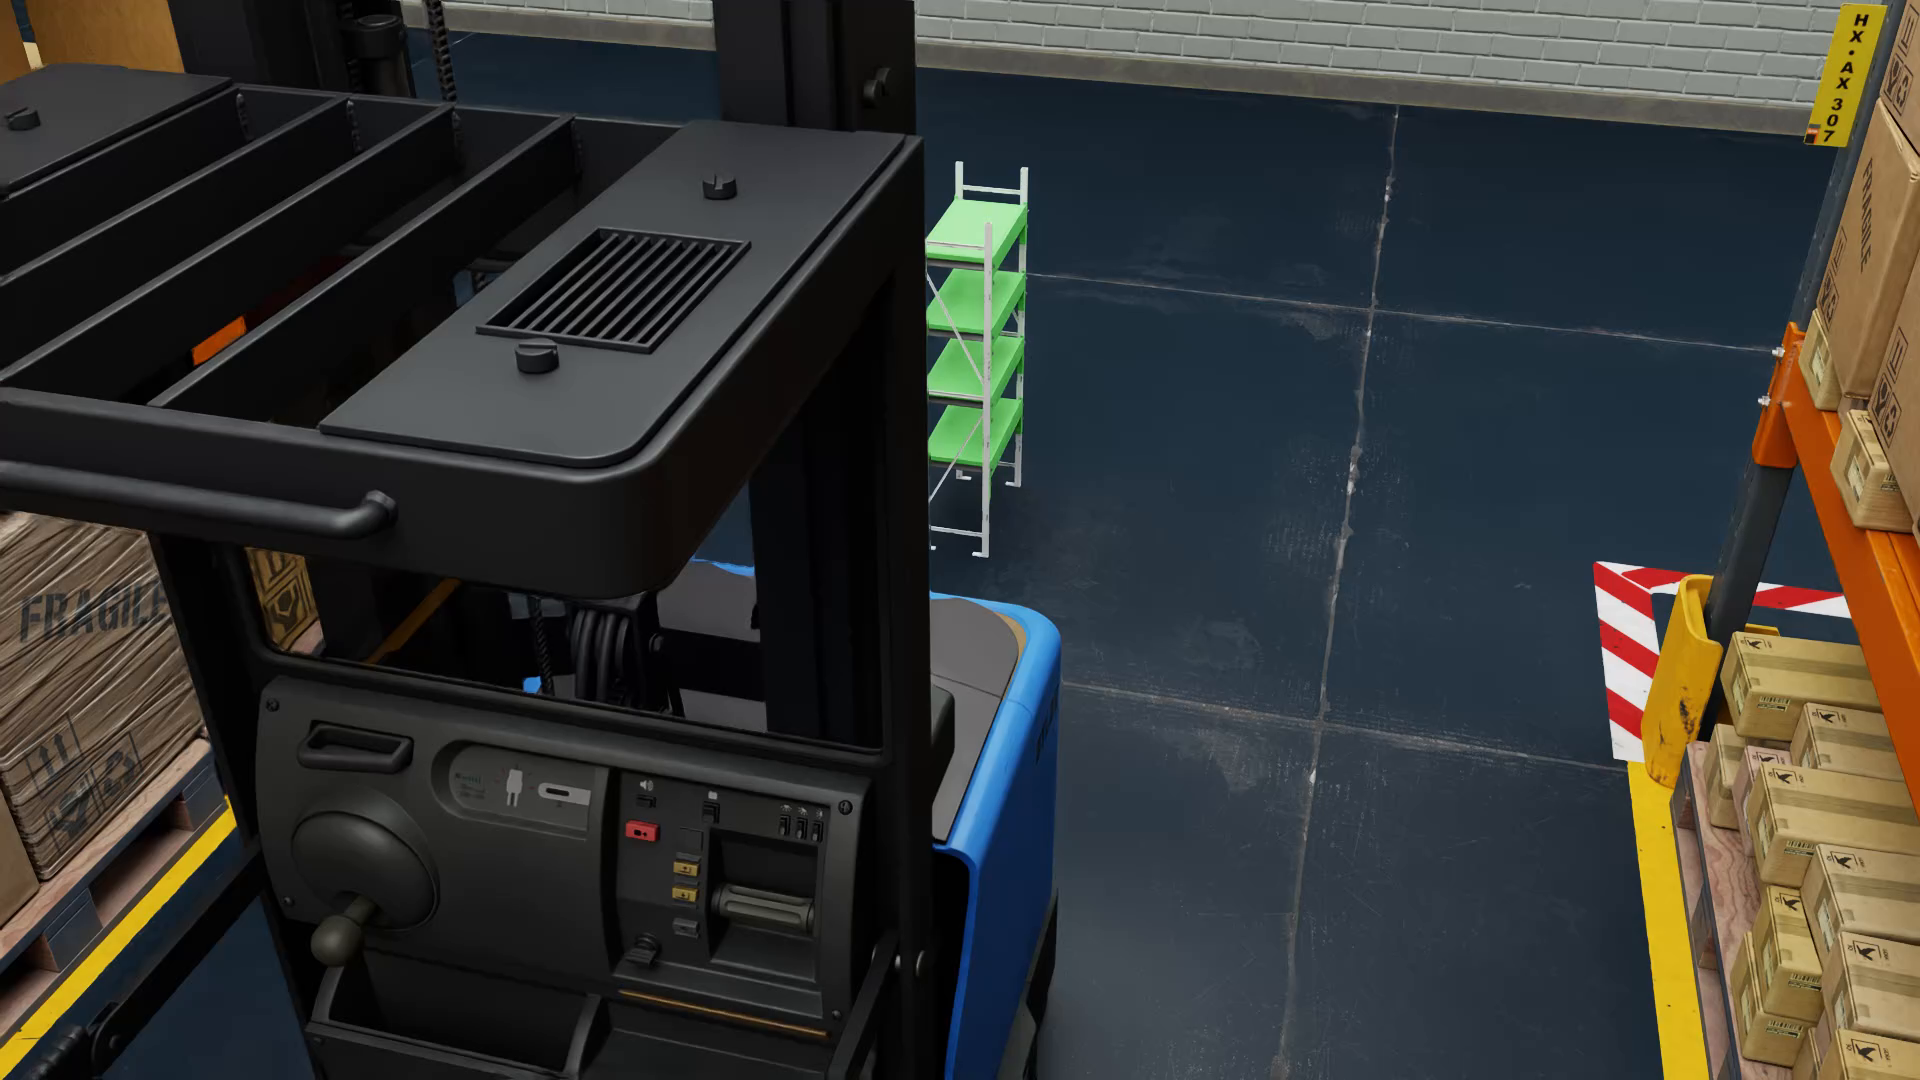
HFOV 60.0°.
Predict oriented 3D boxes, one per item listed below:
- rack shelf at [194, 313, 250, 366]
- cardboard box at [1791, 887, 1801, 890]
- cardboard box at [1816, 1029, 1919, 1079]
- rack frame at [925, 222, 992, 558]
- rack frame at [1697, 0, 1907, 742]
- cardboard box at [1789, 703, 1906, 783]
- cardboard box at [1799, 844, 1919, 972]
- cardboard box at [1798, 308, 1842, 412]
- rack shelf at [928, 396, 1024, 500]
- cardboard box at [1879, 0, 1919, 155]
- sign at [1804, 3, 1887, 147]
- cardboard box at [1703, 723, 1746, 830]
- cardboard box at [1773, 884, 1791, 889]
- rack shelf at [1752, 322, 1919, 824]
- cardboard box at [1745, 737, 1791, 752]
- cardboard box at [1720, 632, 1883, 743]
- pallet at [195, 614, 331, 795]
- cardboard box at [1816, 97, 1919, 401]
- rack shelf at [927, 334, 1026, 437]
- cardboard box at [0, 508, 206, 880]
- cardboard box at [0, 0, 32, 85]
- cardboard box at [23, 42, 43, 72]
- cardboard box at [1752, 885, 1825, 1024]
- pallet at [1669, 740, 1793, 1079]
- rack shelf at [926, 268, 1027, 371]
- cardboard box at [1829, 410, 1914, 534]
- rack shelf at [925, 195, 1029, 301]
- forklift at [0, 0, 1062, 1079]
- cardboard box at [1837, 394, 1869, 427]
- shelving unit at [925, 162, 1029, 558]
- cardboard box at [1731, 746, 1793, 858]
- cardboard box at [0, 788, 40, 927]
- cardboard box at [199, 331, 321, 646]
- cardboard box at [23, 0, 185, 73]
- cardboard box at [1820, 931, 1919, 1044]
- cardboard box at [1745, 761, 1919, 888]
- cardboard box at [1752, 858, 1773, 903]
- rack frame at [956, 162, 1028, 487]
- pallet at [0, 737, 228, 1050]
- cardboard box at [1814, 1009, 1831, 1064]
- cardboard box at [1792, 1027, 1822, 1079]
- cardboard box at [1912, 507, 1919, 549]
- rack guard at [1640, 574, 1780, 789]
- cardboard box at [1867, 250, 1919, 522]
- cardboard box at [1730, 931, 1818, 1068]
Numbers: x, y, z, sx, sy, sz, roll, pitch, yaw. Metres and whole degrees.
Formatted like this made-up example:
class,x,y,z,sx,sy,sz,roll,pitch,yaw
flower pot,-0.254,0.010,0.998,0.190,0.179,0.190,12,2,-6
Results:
class,x,y,z,sx,sy,sz,roll,pitch,yaw
rack shelf,-2.718,-0.012,3.644,1.077,0.370,4.000,8,33,12
cardboard box,2.080,0.785,3.708,0.380,0.149,0.250,8,33,13
cardboard box,1.785,1.060,2.998,0.380,0.149,0.250,9,33,13
rack frame,-0.020,-0.466,5.364,0.240,1.200,0.015,8,33,12
rack frame,2.562,-0.626,3.939,1.000,3.000,0.127,8,33,12
cardboard box,2.146,0.534,3.826,0.380,0.149,0.250,9,33,13
cardboard box,1.976,0.787,3.427,0.380,0.149,0.250,6,33,10
cardboard box,2.162,-0.397,3.812,0.380,0.149,0.250,8,33,12
rack shelf,0.042,-0.336,5.726,0.258,0.148,0.480,8,33,12
cardboard box,2.191,-1.019,3.254,0.500,0.500,0.500,8,33,12
sign,2.037,-1.065,3.823,0.100,0.325,0.005,8,33,12
cardboard box,2.119,0.628,4.232,0.380,0.149,0.250,9,33,13
cardboard box,2.075,0.905,3.797,0.380,0.149,0.250,8,33,13
rack shelf,2.054,0.715,2.499,1.077,0.370,4.000,8,33,12
cardboard box,2.180,0.511,4.138,0.380,0.149,0.250,9,34,14
cardboard box,2.100,0.374,4.076,0.380,0.149,0.250,7,33,10
pallet,-2.338,0.249,5.162,1.003,0.211,1.213,8,33,12
cardboard box,2.180,-0.598,3.525,0.500,0.500,0.500,10,34,15
rack shelf,0.042,-0.538,5.598,0.258,0.148,0.480,8,33,12
cardboard box,-2.526,0.181,4.259,0.875,0.875,0.875,8,33,12
cardboard box,-2.720,-1.261,4.101,0.500,0.500,0.500,7,33,11
cardboard box,-2.593,-1.204,4.710,0.500,0.250,0.500,7,33,11
cardboard box,1.910,0.903,3.522,0.380,0.149,0.250,9,34,14
pallet,2.302,1.007,3.969,1.003,0.211,1.213,8,33,12
rack shelf,0.042,-0.741,5.469,0.258,0.148,0.480,8,33,12
cardboard box,2.018,-0.127,3.387,0.380,0.149,0.250,7,33,11
rack shelf,0.042,-0.943,5.340,0.258,0.148,0.480,8,33,12
forklift,-0.639,0.514,2.210,1.130,2.935,3.031,8,33,12
cardboard box,2.138,-0.259,3.595,0.380,0.149,0.250,9,34,14
shelving unit,0.042,-0.592,5.563,0.258,1.200,0.503,8,33,12
cardboard box,2.056,0.646,3.927,0.380,0.149,0.250,8,33,12
cardboard box,-2.752,0.643,3.532,0.875,0.875,0.875,8,33,12
cardboard box,-2.295,-0.291,5.001,0.875,0.875,0.875,8,33,12
cardboard box,-2.080,-1.444,4.389,0.500,0.500,0.500,8,33,13
cardboard box,1.896,0.930,3.203,0.380,0.149,0.250,9,34,14
cardboard box,1.959,0.647,3.647,0.380,0.149,0.250,8,33,12
cardboard box,2.132,0.775,4.001,0.380,0.149,0.250,8,33,12
rack frame,0.104,-0.719,5.762,0.240,1.200,0.015,8,33,12
pallet,-2.649,0.880,4.170,1.003,0.211,1.213,8,33,12
cardboard box,1.934,1.054,3.285,0.380,0.149,0.250,6,33,10
cardboard box,1.932,1.168,3.383,0.380,0.149,0.250,8,33,12
cardboard box,1.933,-0.065,2.685,0.500,0.500,0.500,8,33,13
rack guard,2.542,0.468,4.547,1.175,0.500,0.348,8,33,12
cardboard box,2.069,-0.317,3.083,0.500,0.500,0.500,8,33,12
cardboard box,1.905,1.023,3.611,0.380,0.149,0.250,8,33,13
